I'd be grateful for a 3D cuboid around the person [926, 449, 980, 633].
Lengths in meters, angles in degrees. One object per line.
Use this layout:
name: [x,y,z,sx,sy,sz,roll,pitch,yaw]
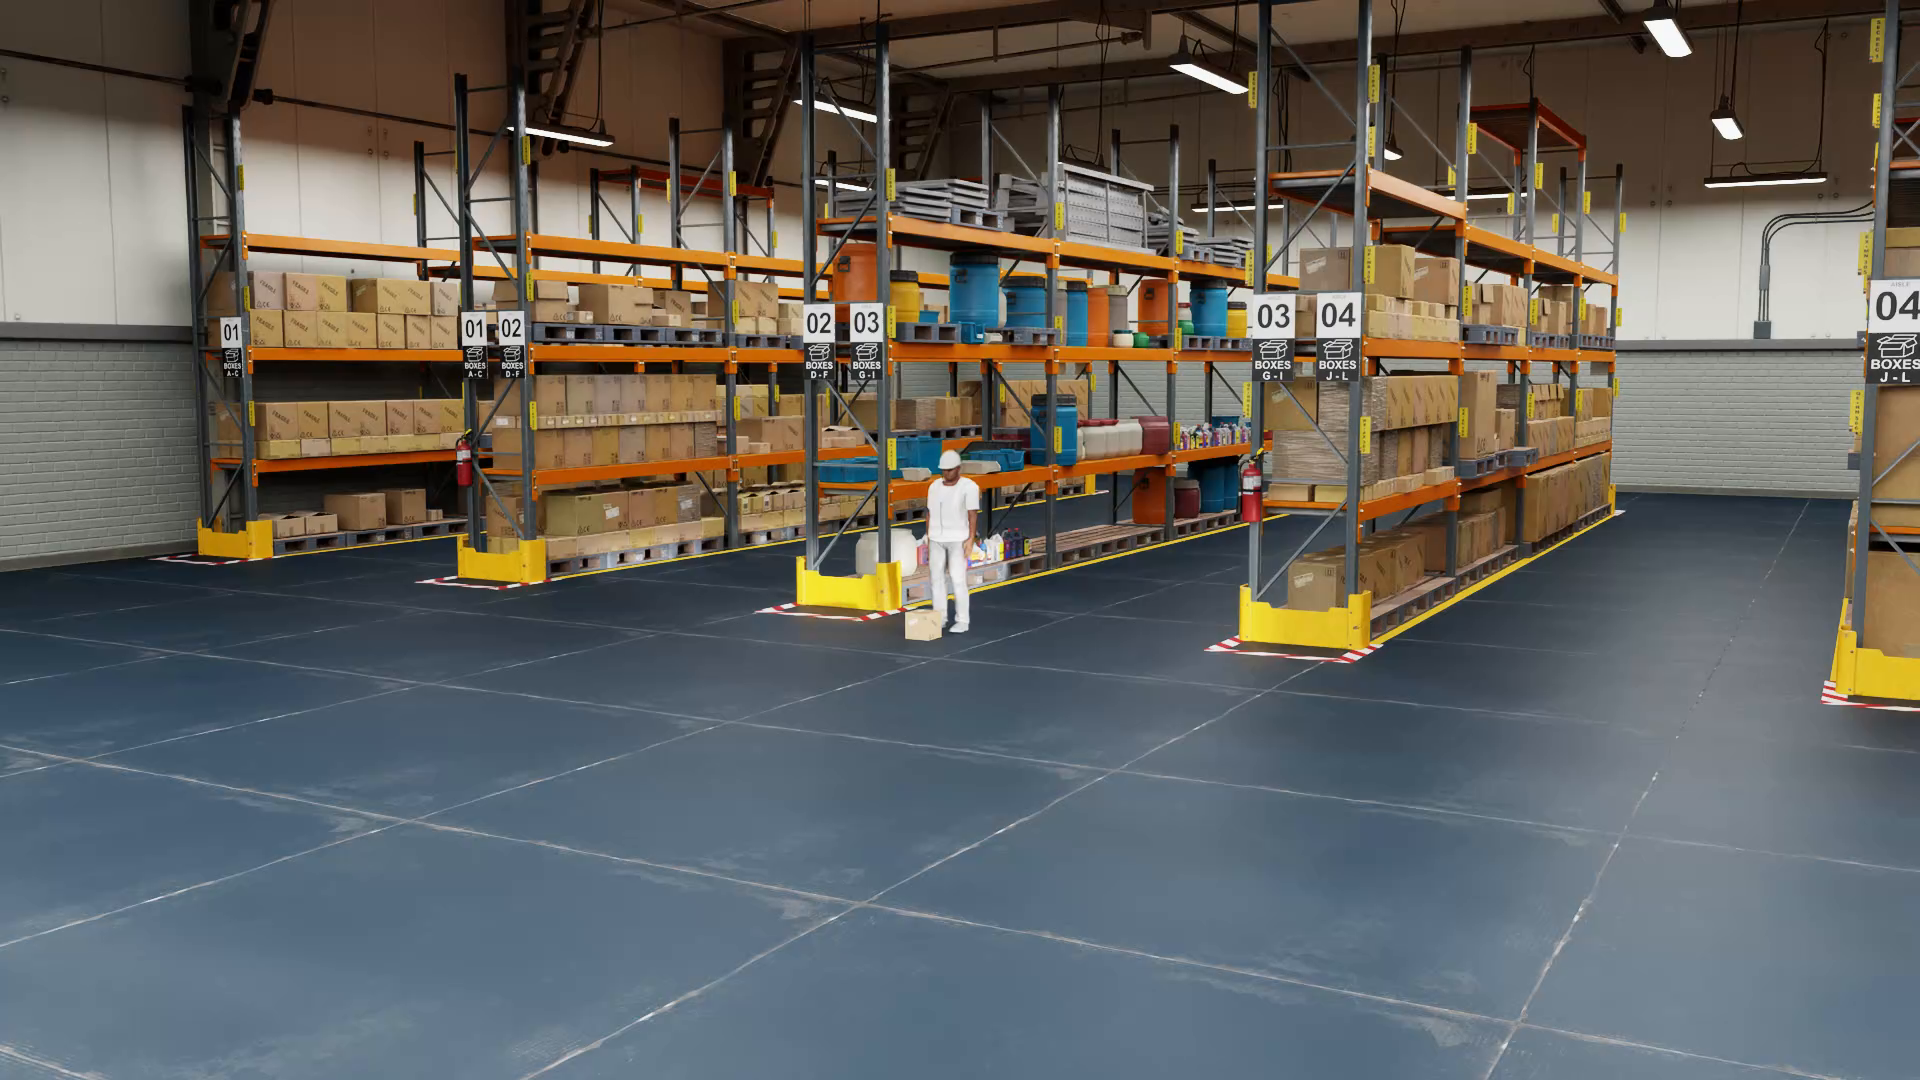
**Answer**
person: [-0.087,0.005,16.006,0.568,1.758,0.368,3,7,30]
